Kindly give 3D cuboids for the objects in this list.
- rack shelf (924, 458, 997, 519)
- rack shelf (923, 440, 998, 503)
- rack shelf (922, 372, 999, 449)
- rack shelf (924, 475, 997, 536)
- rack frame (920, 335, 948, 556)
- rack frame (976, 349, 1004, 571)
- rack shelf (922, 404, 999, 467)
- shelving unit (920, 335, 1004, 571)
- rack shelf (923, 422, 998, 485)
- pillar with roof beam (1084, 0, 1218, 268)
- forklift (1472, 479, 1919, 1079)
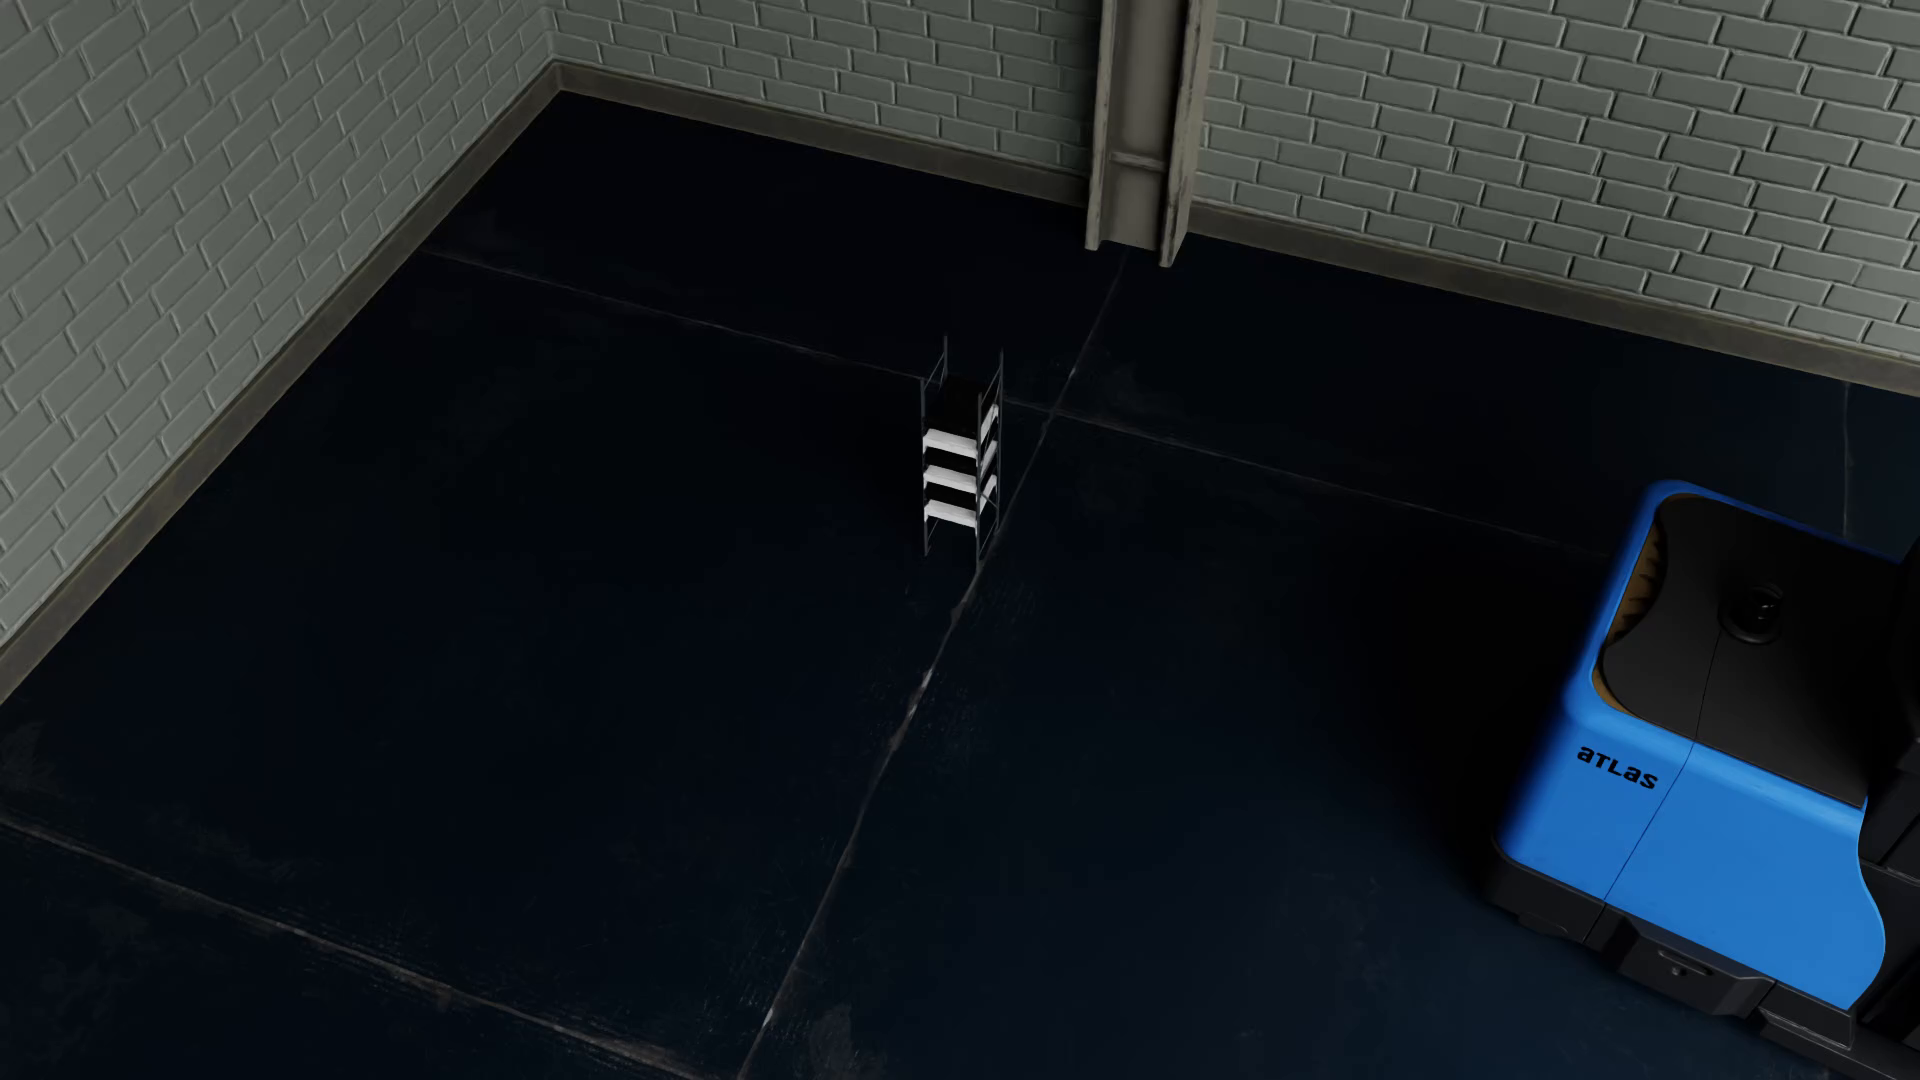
[{"bbox_3d":[0.008,-0.212,6.001,0.200,0.077,0.258,16,51,13],"label":"rack shelf"},{"bbox_3d":[0.008,-0.271,5.933,0.200,0.077,0.258,16,51,13],"label":"rack shelf"},{"bbox_3d":[0.008,-0.448,5.729,0.200,0.077,0.258,16,51,13],"label":"rack shelf"},{"bbox_3d":[0.008,-0.153,6.069,0.200,0.077,0.258,16,51,13],"label":"rack shelf"},{"bbox_3d":[-0.088,-0.319,5.931,0.006,0.900,0.240,16,51,13],"label":"rack frame"},{"bbox_3d":[0.103,-0.266,5.885,0.006,0.900,0.240,16,51,13],"label":"rack frame"},{"bbox_3d":[0.008,-0.389,5.797,0.200,0.077,0.258,16,51,13],"label":"rack shelf"},{"bbox_3d":[0.008,-0.293,5.908,0.210,0.900,0.258,16,51,13],"label":"shelving unit"},{"bbox_3d":[0.008,-0.330,5.865,0.200,0.077,0.258,16,51,13],"label":"rack shelf"},{"bbox_3d":[-0.704,-1.247,1.376,0.400,9.000,9.100,16,51,13],"label":"pillar with roof beam"},{"bbox_3d":[3.147,0.408,3.957,3.031,2.935,1.130,23,53,19],"label":"forklift"}]
